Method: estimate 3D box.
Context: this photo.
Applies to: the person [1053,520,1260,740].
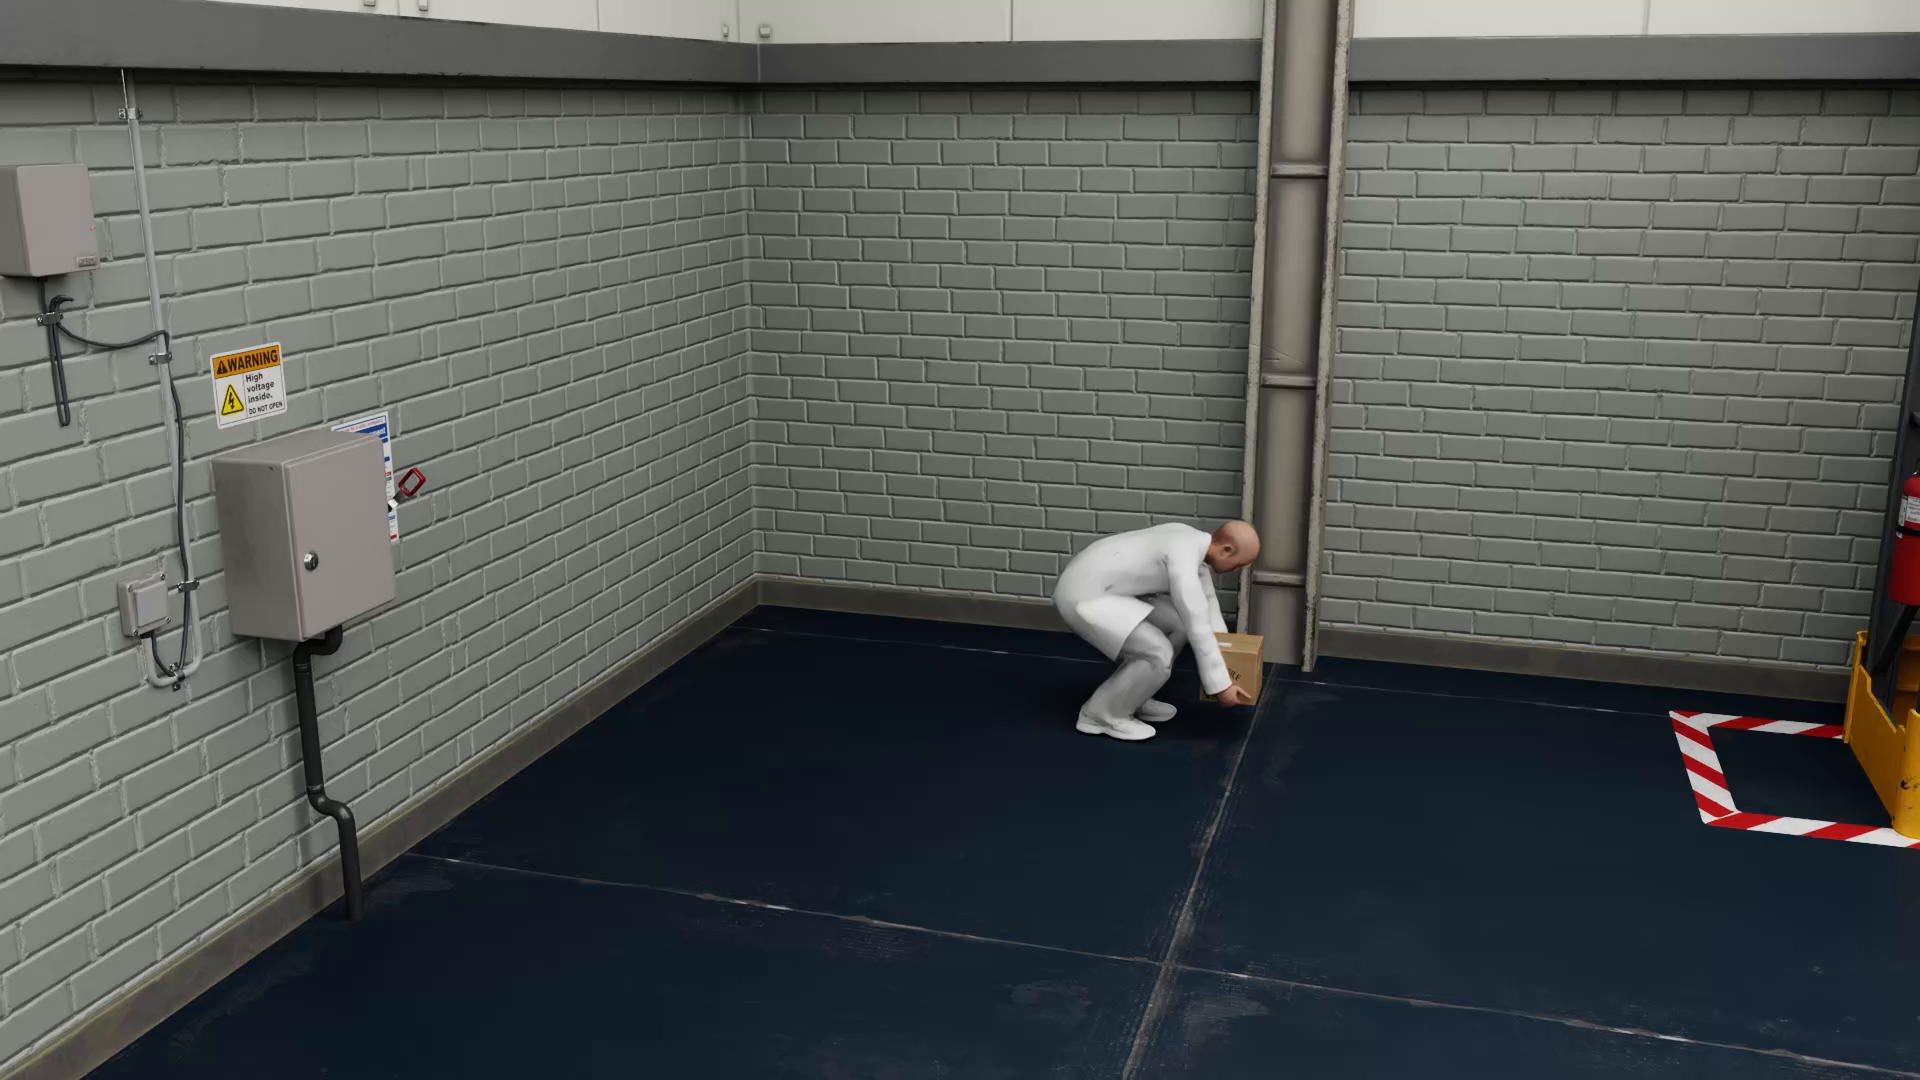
[{"bbox_3d":[0.892,0.389,7.585,0.931,1.006,0.584,4,15,14],"label":"person"}]
